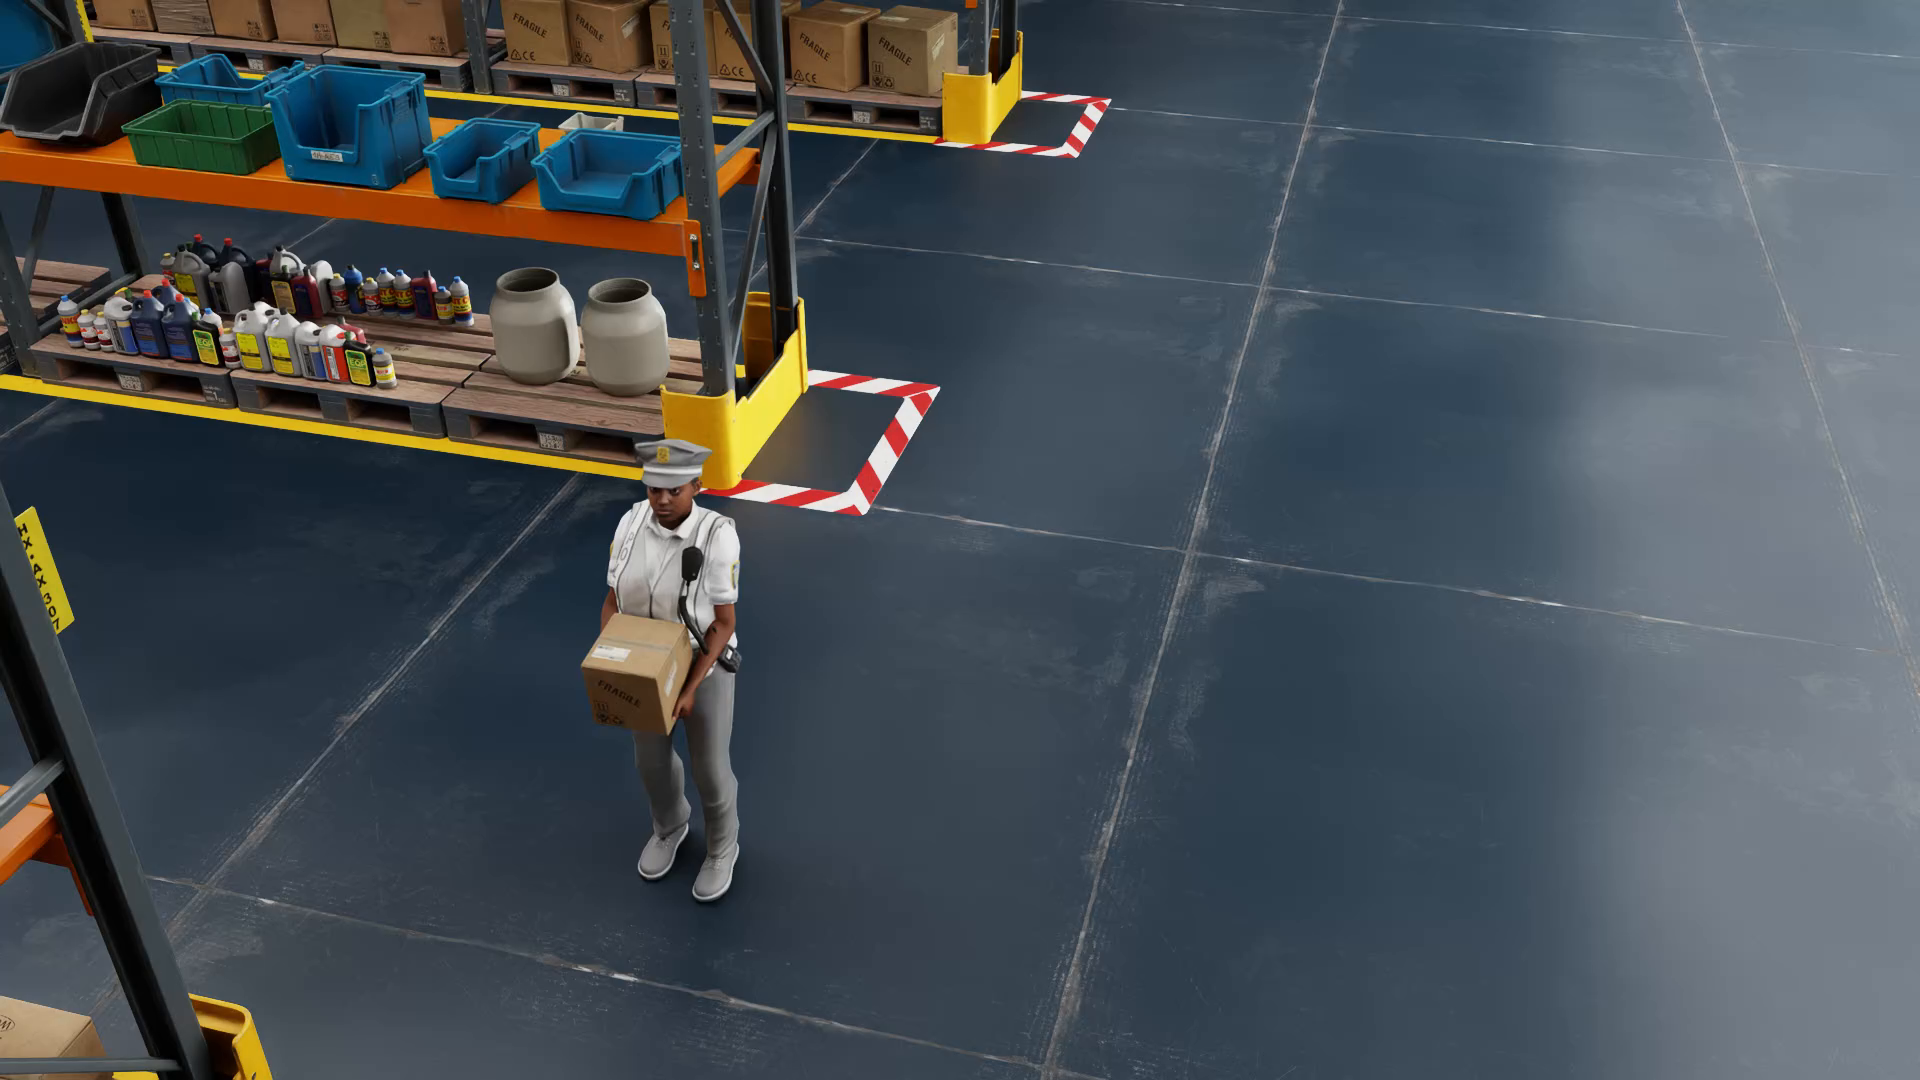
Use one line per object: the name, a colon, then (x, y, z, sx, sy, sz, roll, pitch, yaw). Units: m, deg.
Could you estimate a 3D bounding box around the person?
person: (-0.942, 0.448, 5.424, 0.450, 1.688, 0.540, 8, 34, 13)
